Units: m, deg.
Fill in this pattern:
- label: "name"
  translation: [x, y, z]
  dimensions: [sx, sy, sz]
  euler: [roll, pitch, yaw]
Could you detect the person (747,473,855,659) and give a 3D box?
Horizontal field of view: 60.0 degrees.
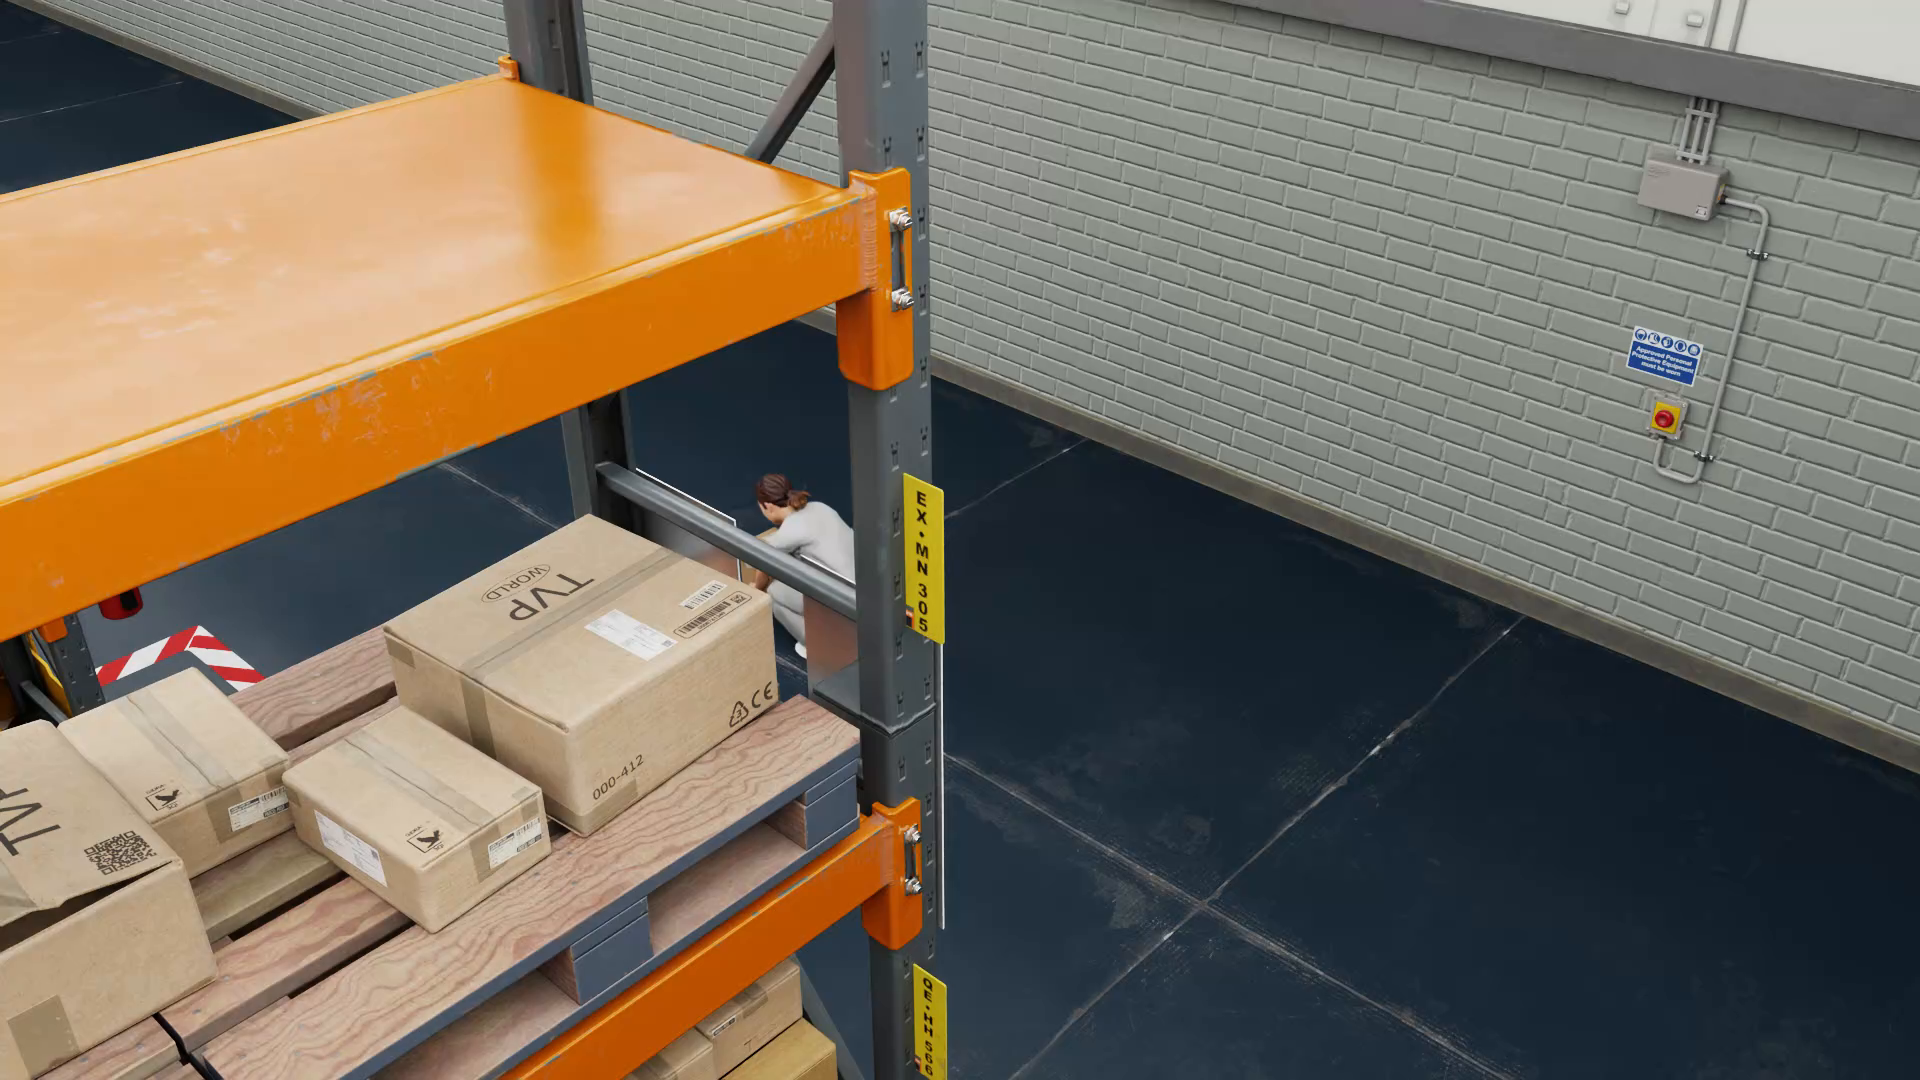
- label: "person"
  translation: [-0.749, 0.130, 8.490]
  dimensions: [0.804, 0.933, 0.477]
  euler: [25, 40, 35]
